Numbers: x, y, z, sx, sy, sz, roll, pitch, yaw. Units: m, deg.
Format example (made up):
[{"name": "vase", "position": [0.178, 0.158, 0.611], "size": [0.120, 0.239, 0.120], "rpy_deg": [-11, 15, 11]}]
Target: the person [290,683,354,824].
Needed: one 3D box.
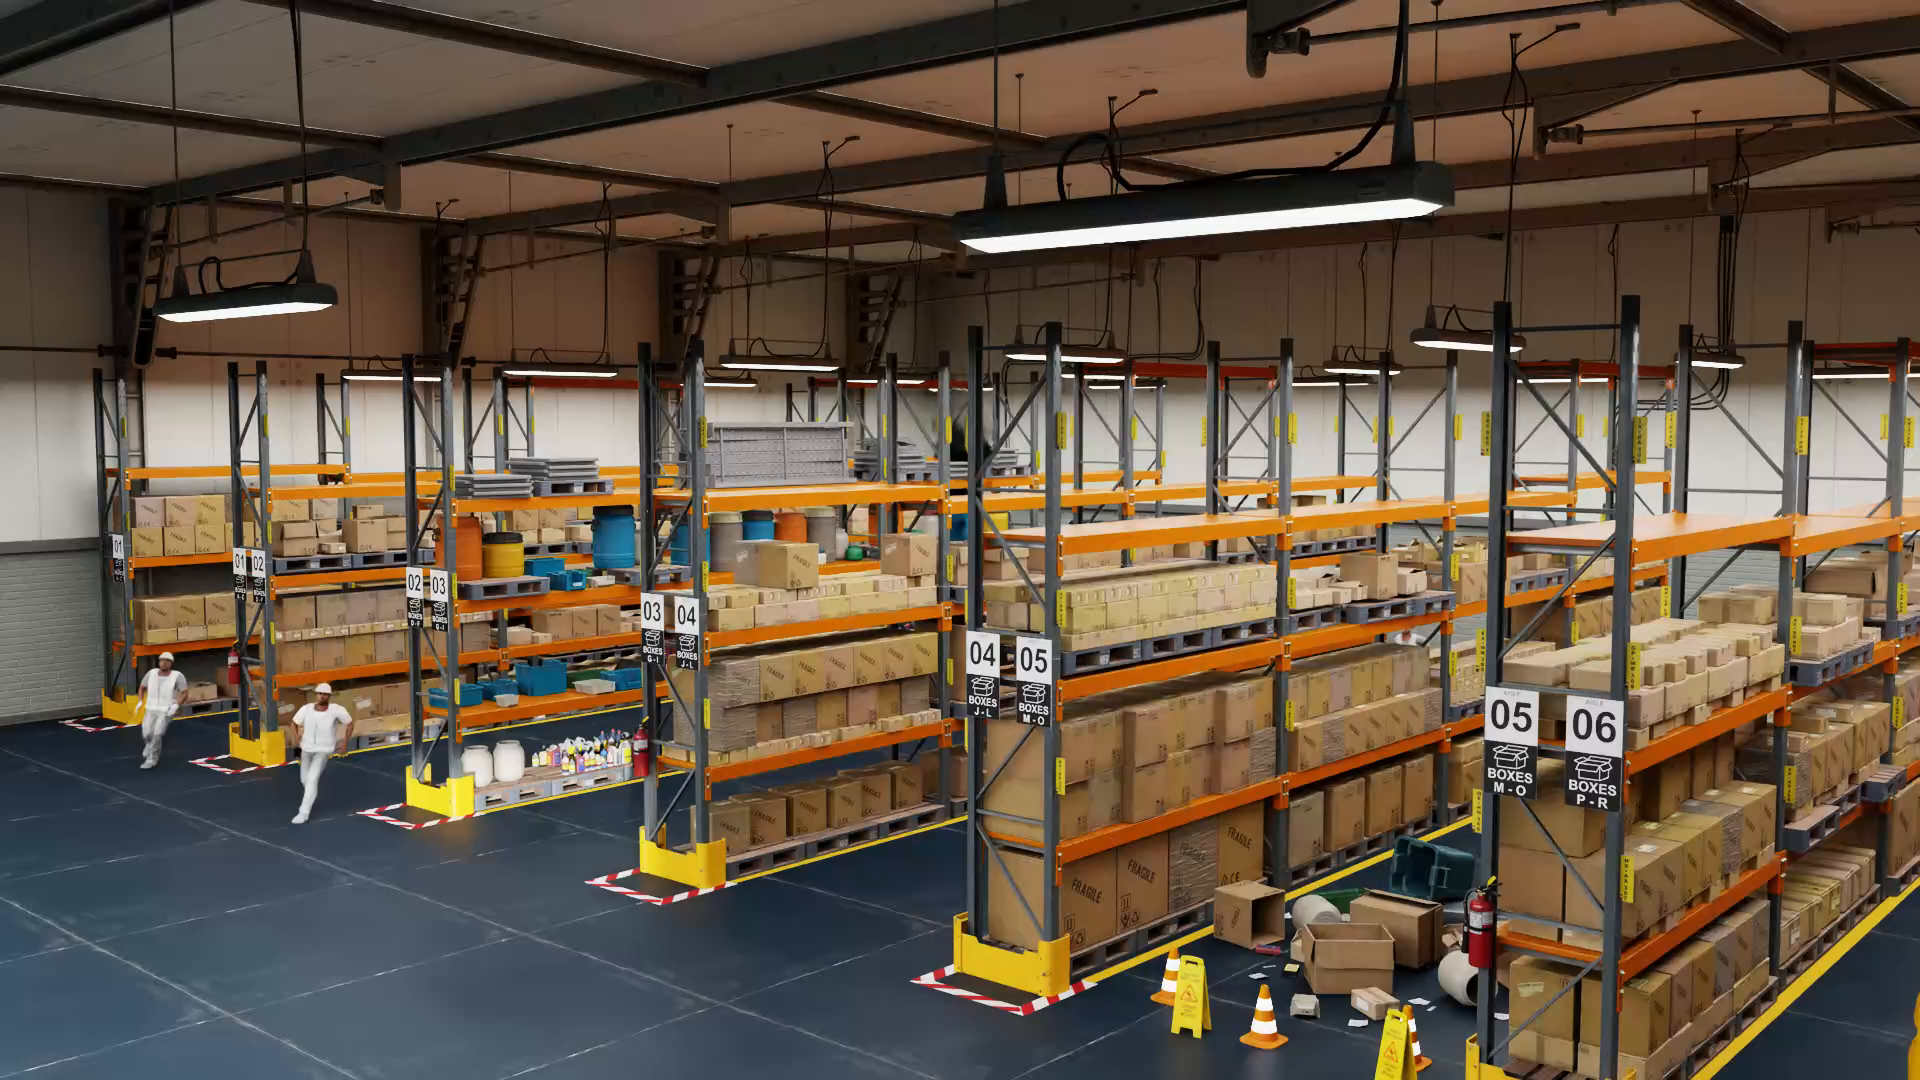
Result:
[{"name": "person", "position": [-8.272, 2.709, 21.446], "size": [0.764, 1.731, 0.949], "rpy_deg": [0, 4, -1]}]

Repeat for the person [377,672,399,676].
[{"name": "person", "position": [-9.866, 2.209, 28.754], "size": [0.576, 1.749, 0.719], "rpy_deg": [2, 5, 27]}]

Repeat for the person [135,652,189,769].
[{"name": "person", "position": [-11.789, 2.508, 24.551], "size": [0.732, 1.706, 0.547], "rpy_deg": [-1, 4, -10]}]

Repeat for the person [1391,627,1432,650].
[{"name": "person", "position": [7.571, 2.214, 28.151], "size": [0.692, 1.782, 0.601], "rpy_deg": [3, 5, 35]}]
